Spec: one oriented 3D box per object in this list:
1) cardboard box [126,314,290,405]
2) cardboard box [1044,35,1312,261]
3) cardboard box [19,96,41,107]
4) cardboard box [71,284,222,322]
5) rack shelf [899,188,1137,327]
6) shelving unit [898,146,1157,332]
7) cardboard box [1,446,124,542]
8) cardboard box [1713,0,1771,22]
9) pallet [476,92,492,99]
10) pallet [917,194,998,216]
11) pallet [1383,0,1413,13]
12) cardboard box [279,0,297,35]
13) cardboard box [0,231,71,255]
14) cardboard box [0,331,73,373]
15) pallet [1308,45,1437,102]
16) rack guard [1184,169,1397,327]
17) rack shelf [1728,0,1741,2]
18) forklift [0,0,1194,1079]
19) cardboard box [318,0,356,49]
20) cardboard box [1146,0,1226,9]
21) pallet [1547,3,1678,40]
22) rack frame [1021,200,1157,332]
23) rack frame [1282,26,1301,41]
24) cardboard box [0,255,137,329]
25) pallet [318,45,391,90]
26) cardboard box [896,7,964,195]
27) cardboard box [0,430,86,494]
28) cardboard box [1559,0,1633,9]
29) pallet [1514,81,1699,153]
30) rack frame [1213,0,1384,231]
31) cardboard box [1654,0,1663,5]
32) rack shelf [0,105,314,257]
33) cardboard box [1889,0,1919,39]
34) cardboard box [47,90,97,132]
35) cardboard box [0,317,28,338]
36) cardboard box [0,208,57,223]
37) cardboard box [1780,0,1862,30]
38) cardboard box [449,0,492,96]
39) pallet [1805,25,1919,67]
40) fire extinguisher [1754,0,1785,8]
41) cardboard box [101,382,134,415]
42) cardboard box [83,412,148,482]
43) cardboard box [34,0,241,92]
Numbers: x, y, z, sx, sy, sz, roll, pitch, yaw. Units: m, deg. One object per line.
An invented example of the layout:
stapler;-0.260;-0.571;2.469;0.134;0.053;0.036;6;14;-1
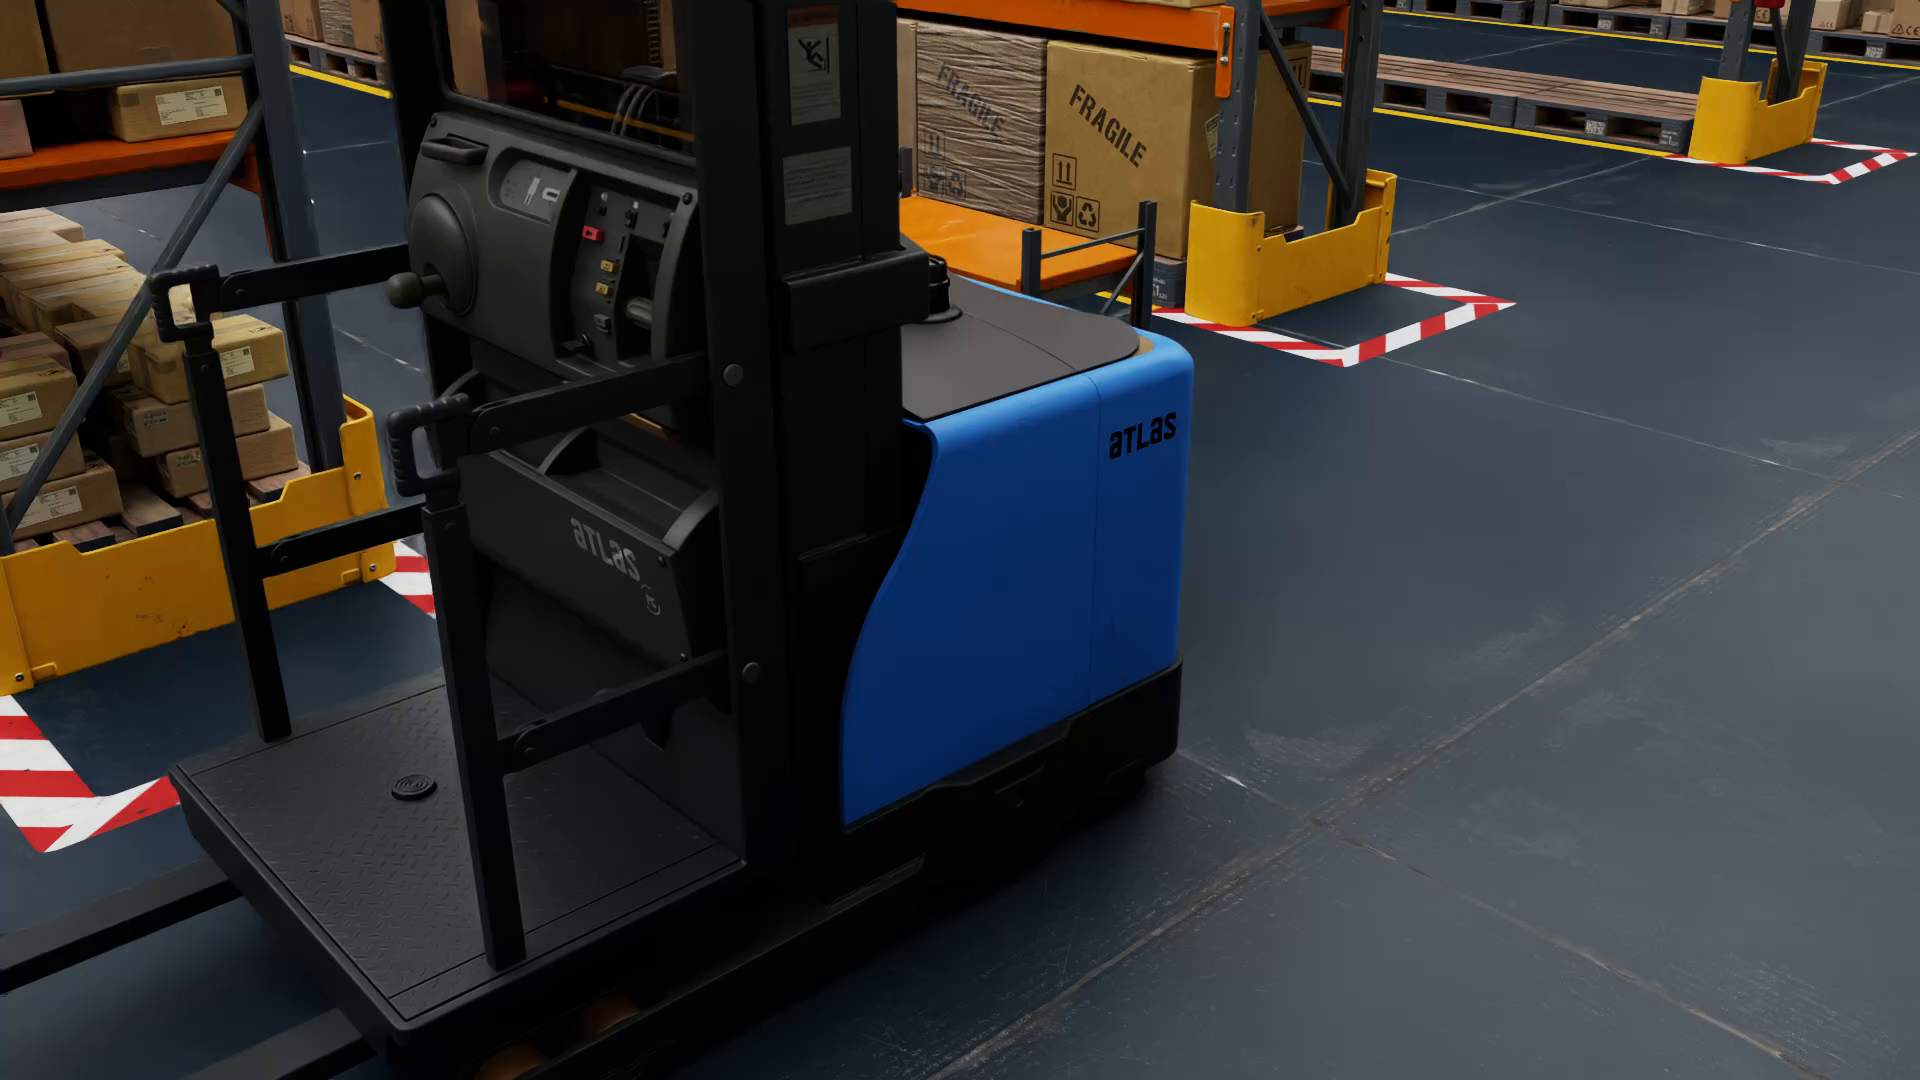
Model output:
cardboard box;-2.288;-0.555;5.064;0.250;0.149;0.380;22;32;39
cardboard box;1.016;-1.907;7.870;0.875;0.875;0.875;-21;32;-38
cardboard box;-2.786;-1.413;5.037;0.380;0.149;0.250;-19;31;-36
cardboard box;-2.643;-0.717;5.419;0.380;0.149;0.250;-21;32;-39
rack shelf;0.005;-0.776;4.891;0.538;0.278;1.000;-21;32;-38
shelving unit;0.005;-0.510;5.012;0.538;1.125;1.048;-21;32;-38
cardboard box;-2.690;-0.129;4.848;0.380;0.149;0.250;-21;32;-38
cardboard box;7.300;-5.029;15.137;0.797;0.503;0.637;-21;32;-38
pallet;-2.643;-3.037;11.652;1.003;0.211;1.213;-21;32;-38
pallet;0.079;-1.832;9.012;1.003;0.211;1.213;-21;32;-38
pallet;4.590;-5.869;17.861;1.003;0.211;1.213;-21;32;-38
cardboard box;-5.591;-4.698;14.417;0.500;0.500;0.700;20;32;37
cardboard box;-3.443;-0.997;6.033;0.380;0.149;0.250;-21;32;-38
cardboard box;-2.854;-0.480;4.901;0.380;0.149;0.250;-20;32;-37
pallet;2.924;-3.648;12.992;1.003;0.211;1.213;-21;32;-38
rack guard;1.528;-1.367;7.644;1.175;0.500;0.348;-21;32;-38
rack shelf;3.760;-4.195;11.698;1.077;0.370;4.000;-21;32;-38
forklift;-0.905;-0.518;2.854;3.031;2.935;1.130;-21;32;-38
cardboard box;-4.817;-4.360;13.674;0.500;0.500;0.700;21;32;38
cardboard box;1.028;-2.411;7.225;0.380;0.149;0.250;-20;32;-38
pallet;6.480;-5.055;16.077;1.003;0.211;1.213;-21;32;-38
rack frame;0.352;-0.356;4.674;0.500;1.125;0.032;-21;32;-38
rack frame;2.393;-5.128;12.877;1.000;3.000;0.127;-21;32;-38
cardboard box;-3.055;-0.855;5.722;0.380;0.149;0.250;-20;31;-37
pallet;-4.489;-3.903;13.552;1.003;0.211;1.213;-21;32;-38
cardboard box;-0.214;-2.452;9.065;0.875;0.875;0.875;-21;32;-38
cardboard box;-2.747;-0.243;4.739;0.380;0.149;0.250;-22;33;-40
cardboard box;6.141;-5.321;16.008;0.500;0.311;0.500;-21;32;-38
pallet;4.592;-2.909;11.371;1.003;0.211;1.213;-21;32;-38
rack frame;1.512;-2.511;7.141;1.000;3.000;0.127;-21;32;-38
cardboard box;6.908;-5.247;16.041;0.380;0.149;0.250;-21;32;-38
rack shelf;-3.545;-1.413;5.601;1.077;0.370;4.000;-21;32;-38
cardboard box;8.194;-4.478;13.934;0.500;0.500;0.500;-21;32;-38
cardboard box;-2.364;-1.277;4.738;0.380;0.149;0.250;-20;31;-37
cardboard box;-3.073;-0.706;5.753;0.250;0.149;0.380;22;32;39
cardboard box;-3.727;-1.181;6.437;0.250;0.149;0.380;22;32;39
cardboard box;7.567;-4.661;14.635;0.500;0.250;0.500;-21;32;-38
cardboard box;-2.896;-3.672;11.739;1.225;0.875;0.875;-21;32;-38
pallet;8.148;-4.316;14.457;1.003;0.211;1.213;-21;32;-38
fire extinguisher;4.899;-3.537;9.931;0.296;0.674;0.183;-21;32;-38
cardboard box;-2.494;-0.495;5.291;0.380;0.149;0.250;-21;32;-39
cardboard box;-2.541;-0.334;5.298;0.380;0.149;0.250;-21;32;-39
cardboard box;-2.283;-1.530;4.511;0.500;0.500;0.500;-19;31;-36
